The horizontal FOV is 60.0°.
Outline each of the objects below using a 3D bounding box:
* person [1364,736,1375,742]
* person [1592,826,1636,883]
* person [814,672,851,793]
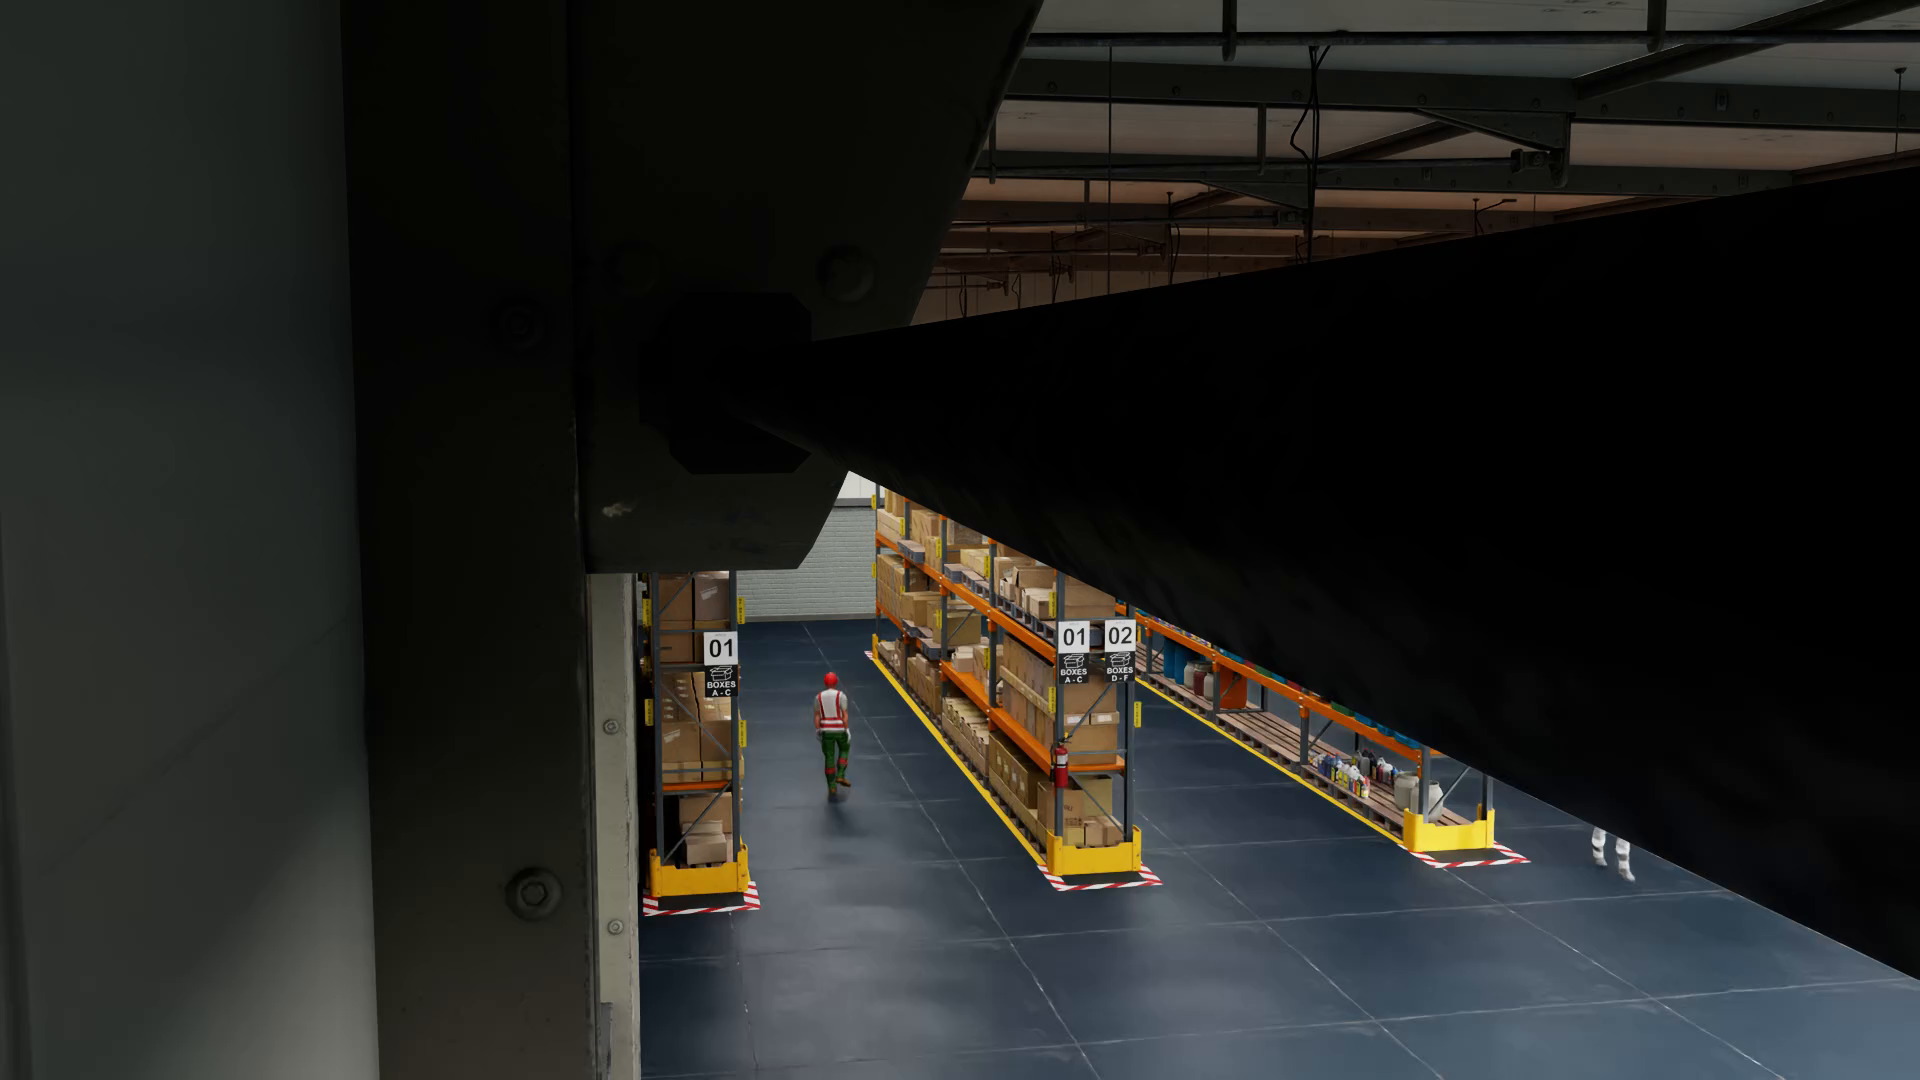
[{"bbox_3d":[7.076,2.581,28.599,0.527,1.679,0.662,-1,6,-14],"label":"person"},{"bbox_3d":[8.200,3.315,20.887,0.577,1.804,0.805,1,6,10],"label":"person"},{"bbox_3d":[-1.915,2.868,24.975,0.567,1.773,0.495,0,6,2],"label":"person"}]
